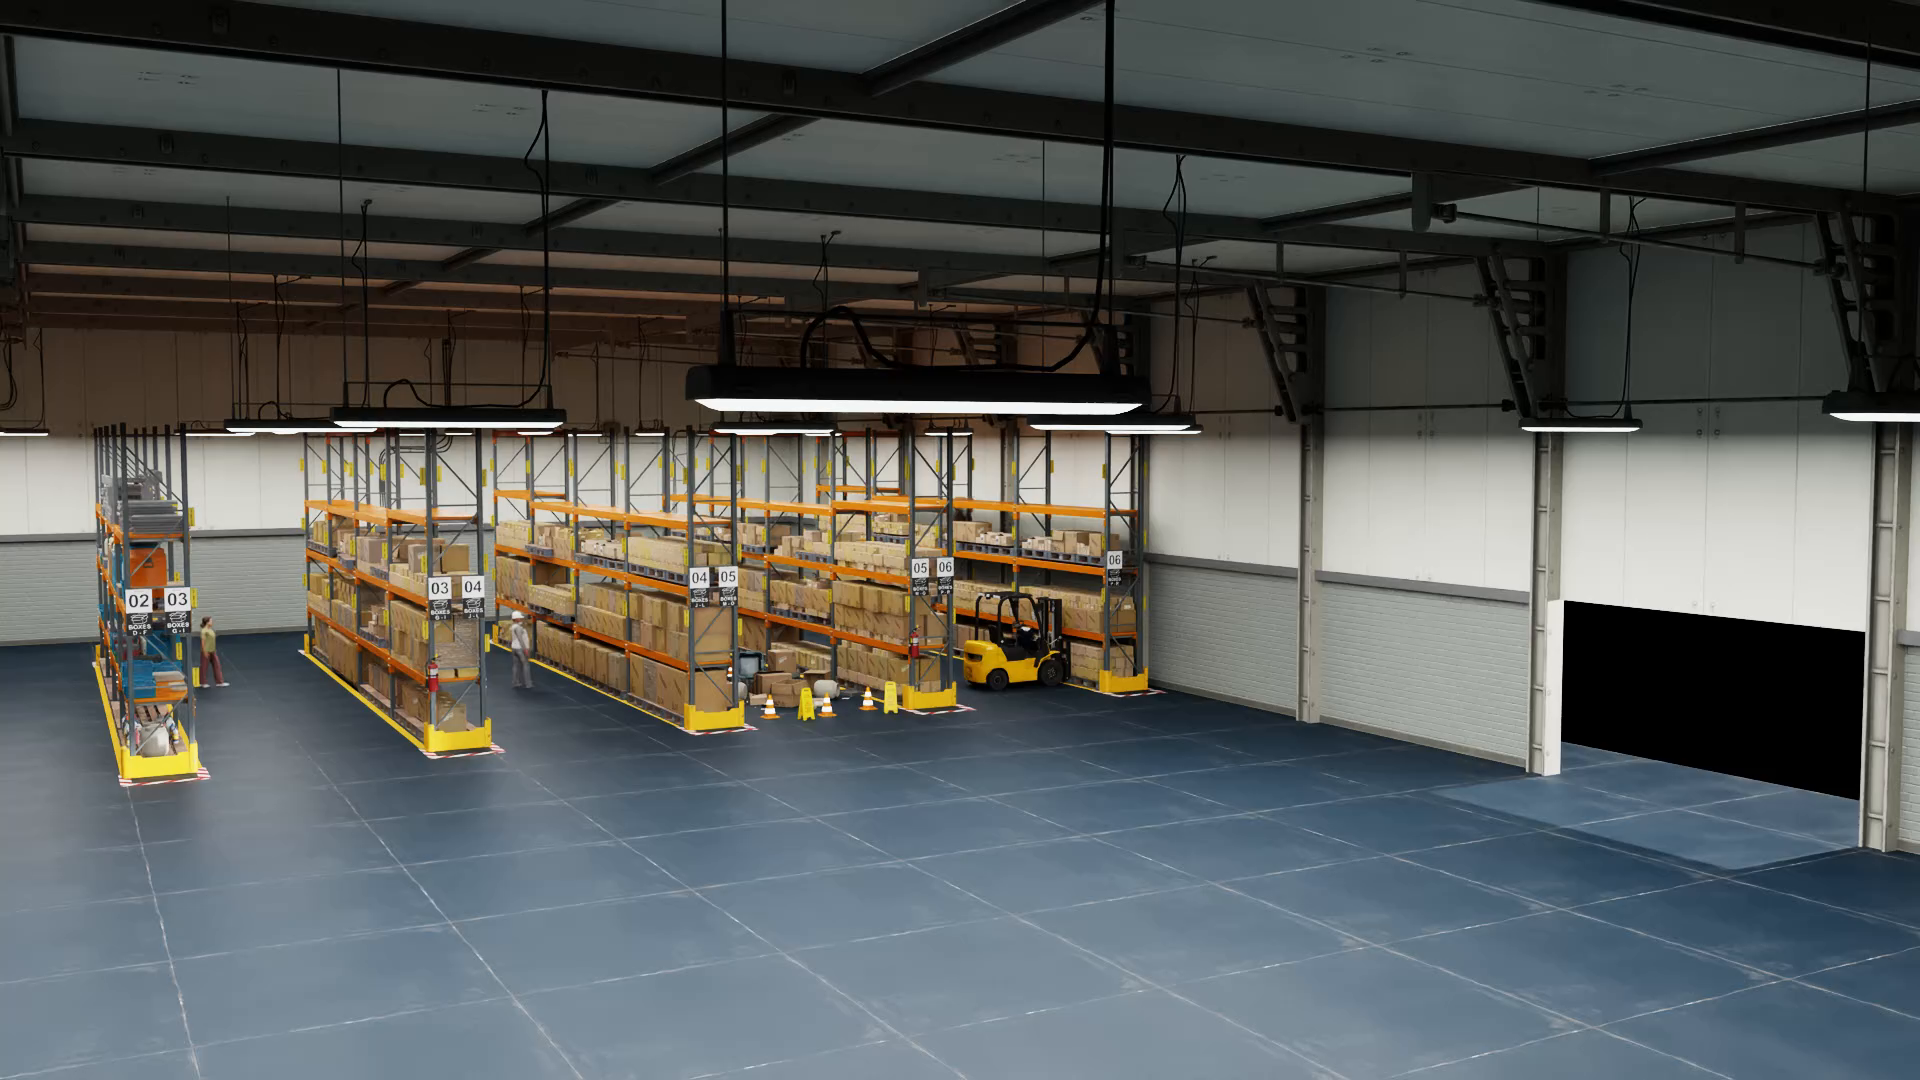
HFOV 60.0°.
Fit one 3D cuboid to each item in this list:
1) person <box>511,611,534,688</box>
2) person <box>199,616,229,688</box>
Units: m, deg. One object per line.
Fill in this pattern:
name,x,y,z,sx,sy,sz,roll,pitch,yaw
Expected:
person,-10.080,2.517,38.257,0.607,1.761,0.484,3,5,44
person,-17.265,2.577,38.286,0.640,1.658,0.493,1,4,19
